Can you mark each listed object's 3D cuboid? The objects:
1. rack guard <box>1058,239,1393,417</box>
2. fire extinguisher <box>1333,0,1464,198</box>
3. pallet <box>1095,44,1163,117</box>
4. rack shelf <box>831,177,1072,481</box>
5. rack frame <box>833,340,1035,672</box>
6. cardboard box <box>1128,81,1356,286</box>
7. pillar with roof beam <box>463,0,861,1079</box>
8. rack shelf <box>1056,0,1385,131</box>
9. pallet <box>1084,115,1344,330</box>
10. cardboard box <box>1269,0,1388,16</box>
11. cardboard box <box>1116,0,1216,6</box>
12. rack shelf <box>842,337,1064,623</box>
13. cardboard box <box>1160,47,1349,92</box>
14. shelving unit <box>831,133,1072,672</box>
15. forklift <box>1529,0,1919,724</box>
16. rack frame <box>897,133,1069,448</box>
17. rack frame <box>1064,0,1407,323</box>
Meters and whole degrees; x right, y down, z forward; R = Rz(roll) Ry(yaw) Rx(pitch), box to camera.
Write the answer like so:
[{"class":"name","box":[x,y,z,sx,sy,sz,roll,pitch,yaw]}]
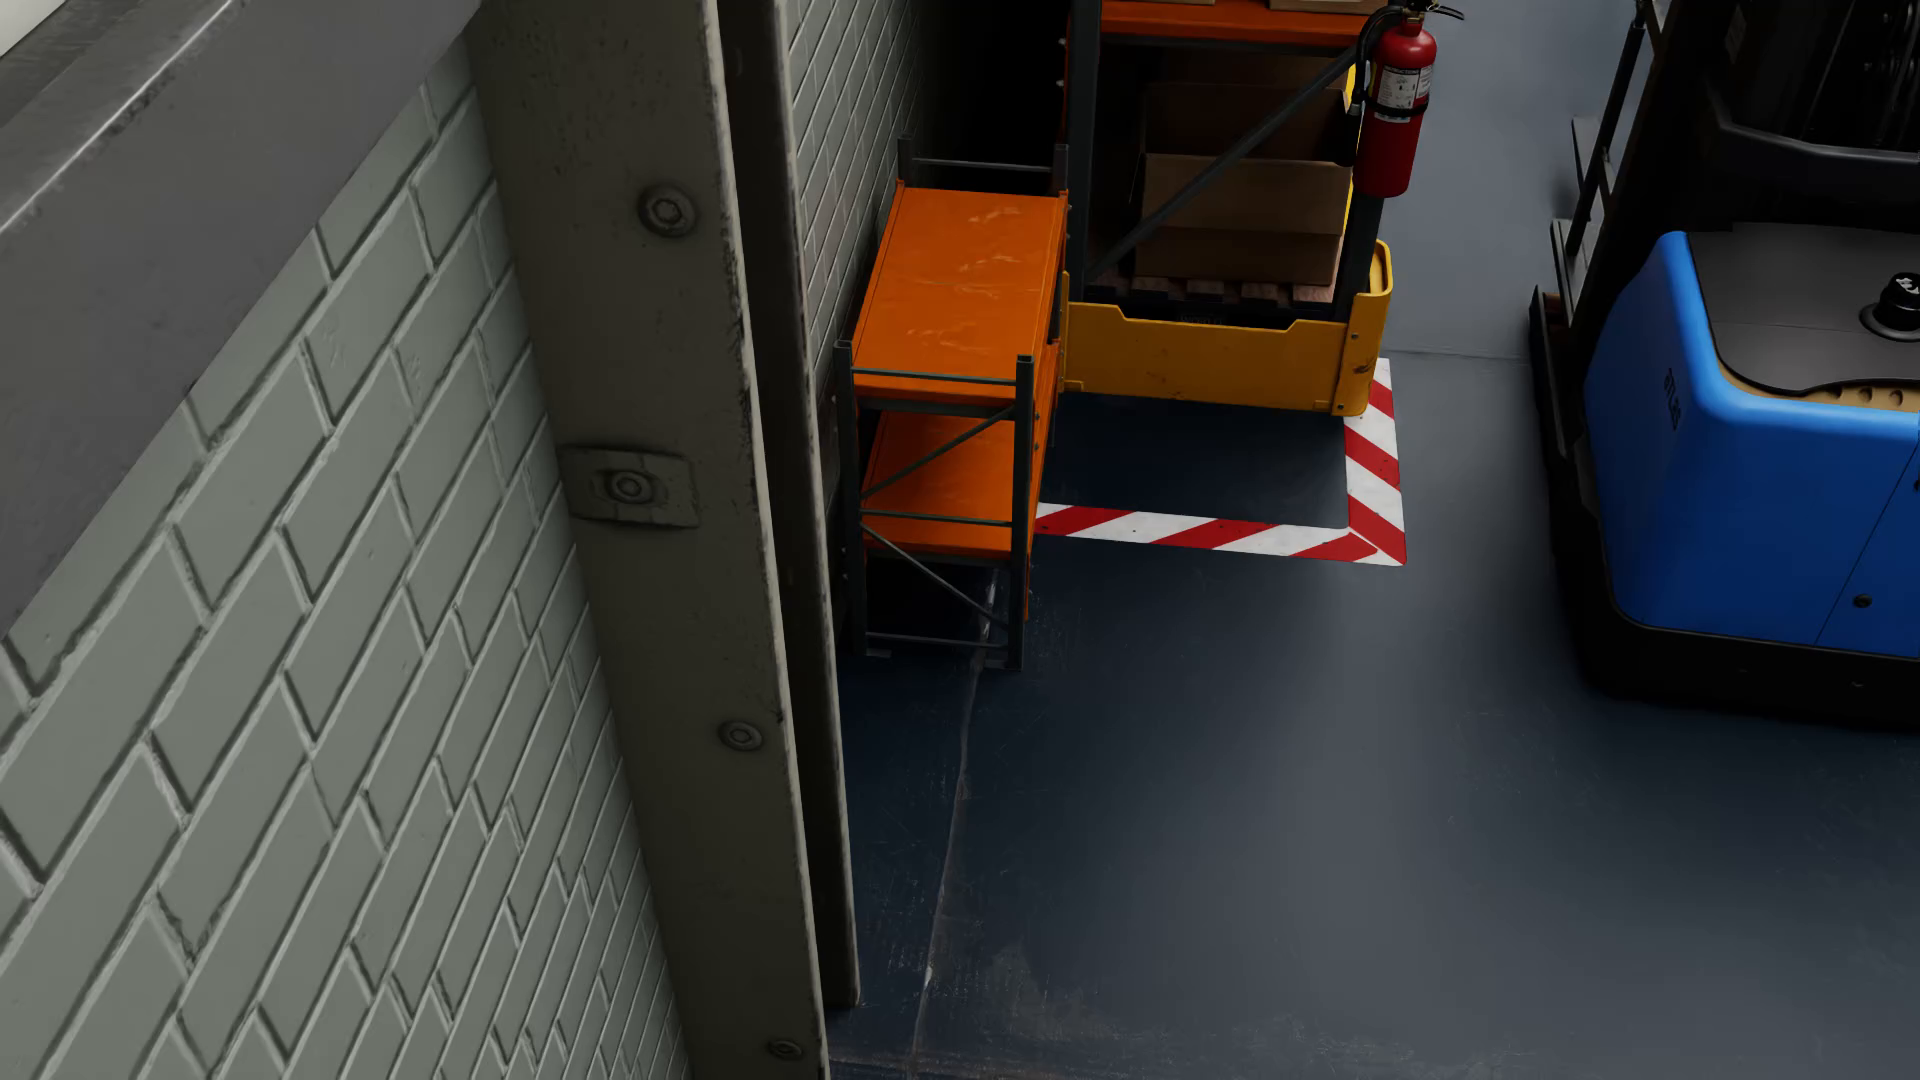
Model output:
[{"class":"rack guard","box":[0.837,-0.768,5.698,1.175,0.500,0.348,5,44,6]},{"class":"fire extinguisher","box":[1.266,-1.319,4.788,0.296,0.674,0.183,5,44,6]},{"class":"pallet","box":[1.106,-2.036,7.247,1.003,0.211,1.213,5,44,6]},{"class":"rack shelf","box":[0.000,-0.617,4.657,0.538,0.278,1.000,5,44,5]},{"class":"rack frame","box":[-0.066,-0.058,4.493,0.500,1.125,0.032,5,44,5]},{"class":"cardboard box","box":[1.002,-1.279,5.929,0.797,0.503,0.637,4,44,4]},{"class":"pillar with roof beam","box":[3.845,-1.656,0.454,9.100,9.000,0.400,5,44,6]},{"class":"rack shelf","box":[1.092,-2.726,6.471,1.077,0.370,4.000,5,44,6]},{"class":"pallet","box":[0.942,-1.207,6.371,1.003,0.211,1.213,5,44,6]},{"class":"cardboard box","box":[1.143,-1.732,5.080,0.380,0.149,0.250,5,44,5]},{"class":"cardboard box","box":[0.605,-1.783,5.135,0.380,0.149,0.250,5,44,5]},{"class":"rack shelf","box":[0.001,-0.227,5.027,0.538,0.278,1.000,5,44,5]},{"class":"cardboard box","box":[1.154,-1.856,6.542,0.700,0.500,0.500,7,44,7]},{"class":"shelving unit","box":[0.000,-0.404,4.859,0.538,1.125,1.048,5,44,5]},{"class":"forklift","box":[2.568,-1.569,4.775,1.130,2.935,3.031,7,44,7]},{"class":"rack frame","box":[0.067,-0.751,5.225,0.500,1.125,0.032,5,44,5]},{"class":"rack frame","box":[0.827,-1.624,4.784,1.000,3.000,0.127,5,44,6]}]
